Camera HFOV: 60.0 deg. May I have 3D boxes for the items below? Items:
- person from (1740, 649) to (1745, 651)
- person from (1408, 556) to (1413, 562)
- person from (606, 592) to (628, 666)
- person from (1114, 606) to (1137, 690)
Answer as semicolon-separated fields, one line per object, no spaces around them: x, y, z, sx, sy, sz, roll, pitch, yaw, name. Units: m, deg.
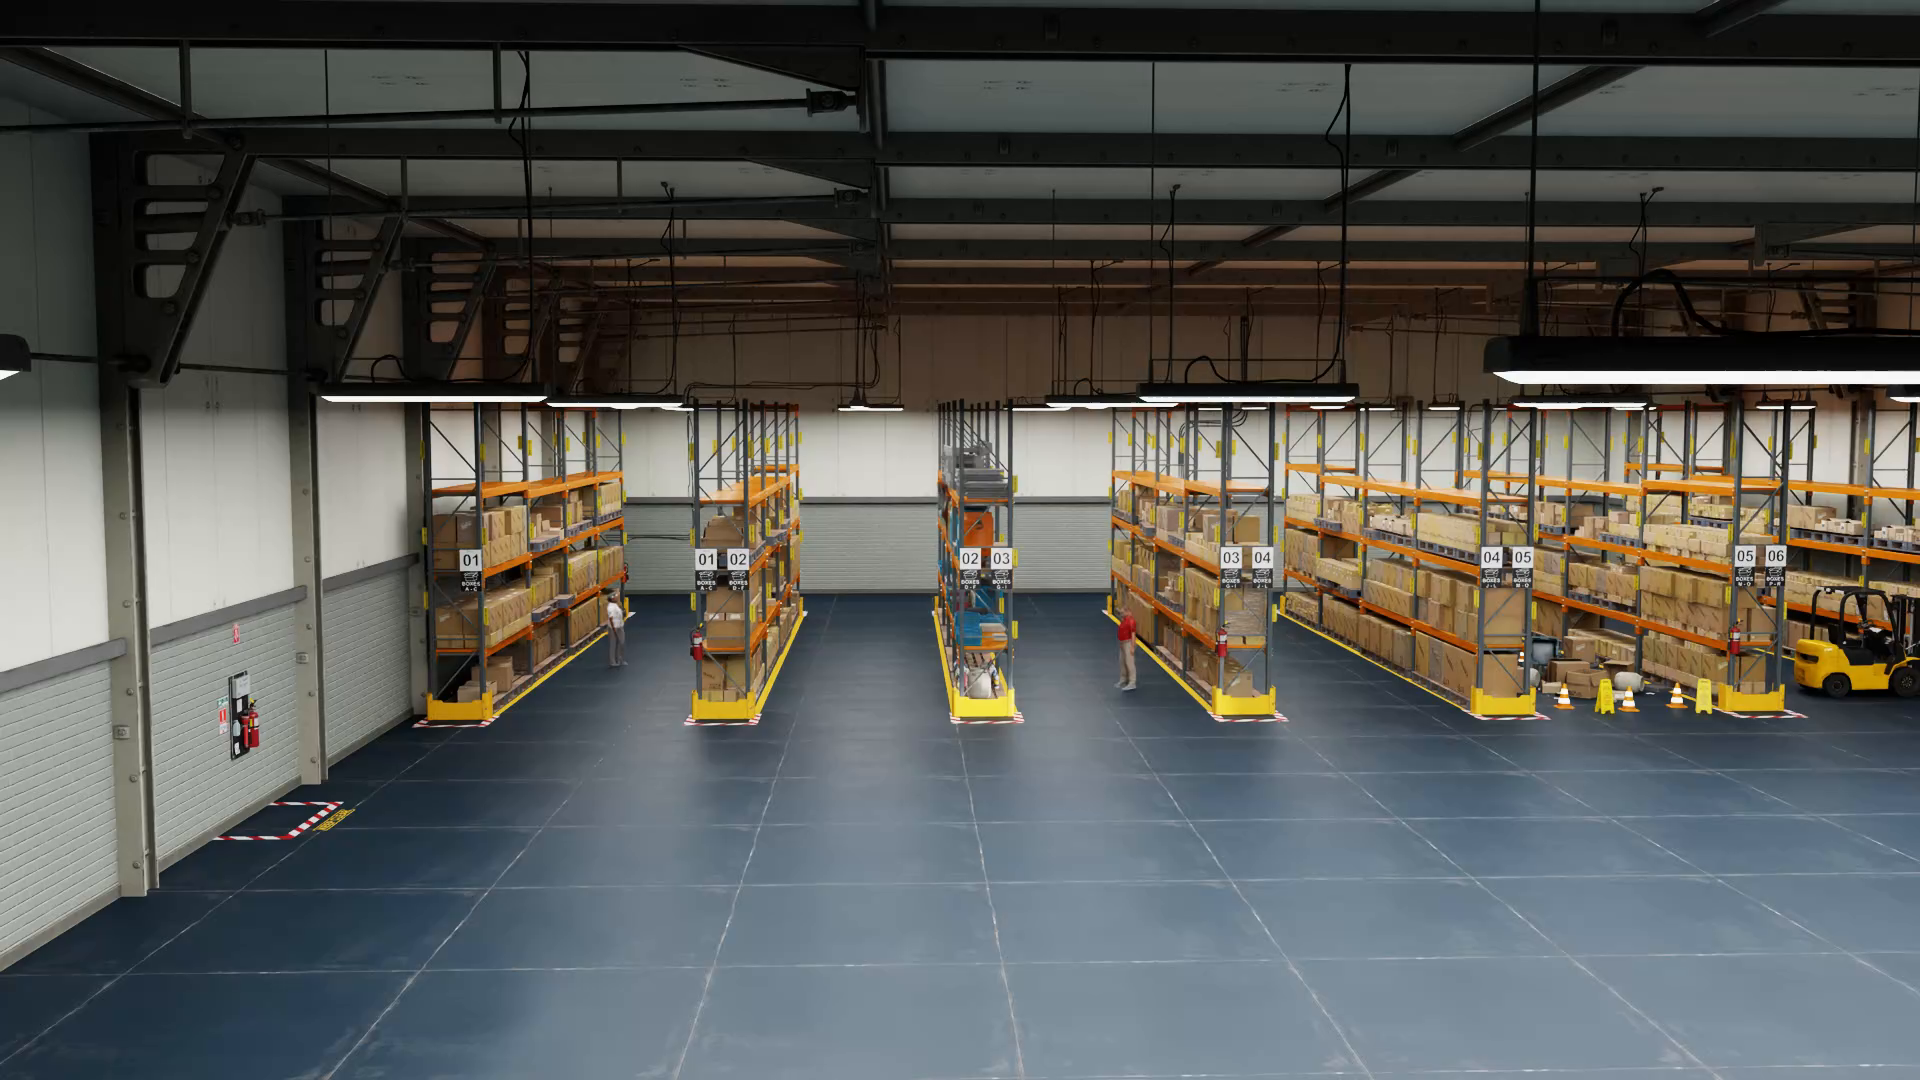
17.154;2.088;36.583;0.592;1.750;0.642;-3;5;-36;person
13.464;1.099;49.423;1.029;1.750;0.583;-1;4;-11;person
-7.822;2.033;37.869;0.412;1.735;0.537;2;5;27;person
3.453;2.227;34.664;0.434;1.726;0.591;-1;4;-15;person
